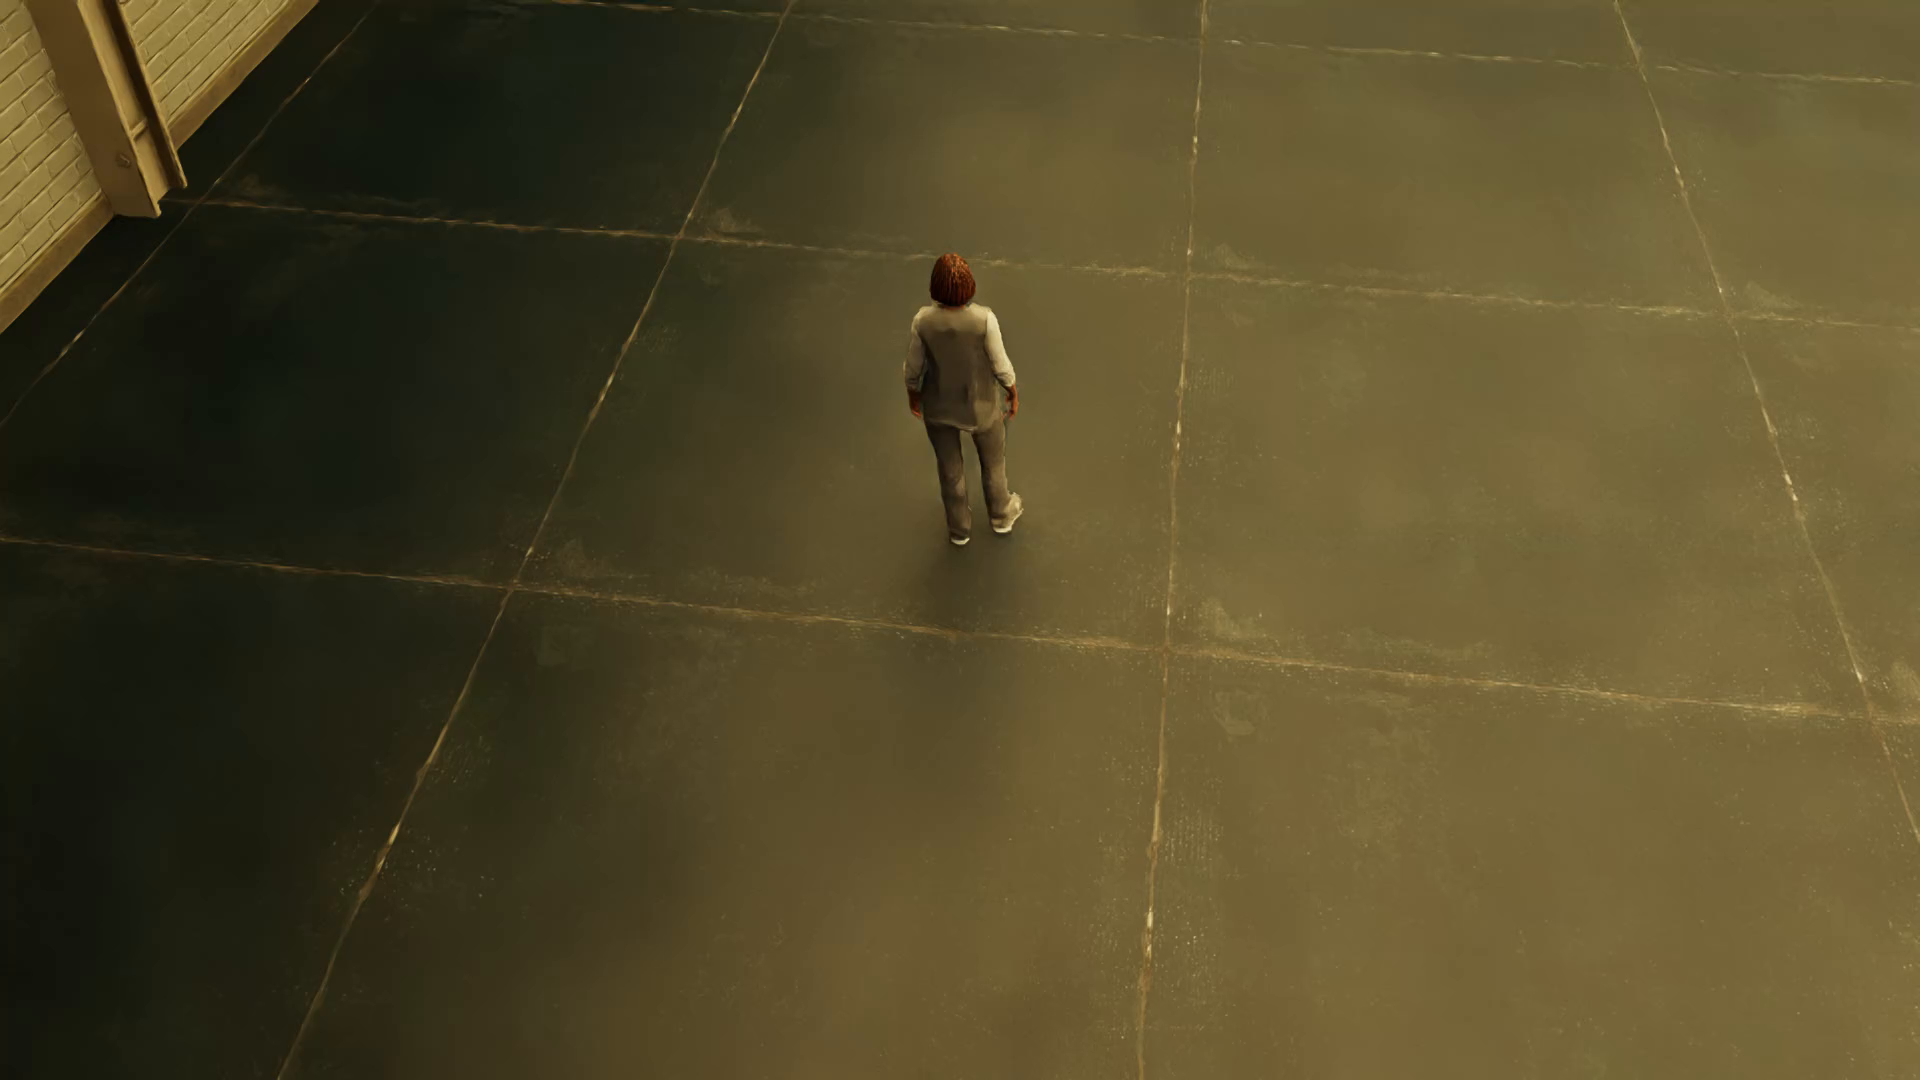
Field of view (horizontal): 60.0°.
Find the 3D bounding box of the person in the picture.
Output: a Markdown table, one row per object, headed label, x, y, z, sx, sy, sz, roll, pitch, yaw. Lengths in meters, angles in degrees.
| label | x | y | z | sx | sy | sz | roll | pitch | yaw |
| --- | --- | --- | --- | --- | --- | --- | --- | --- | --- |
| person | 0.023 | -0.642 | 7.399 | 0.521 | 1.597 | 0.474 | 5 | 43 | 6 |
